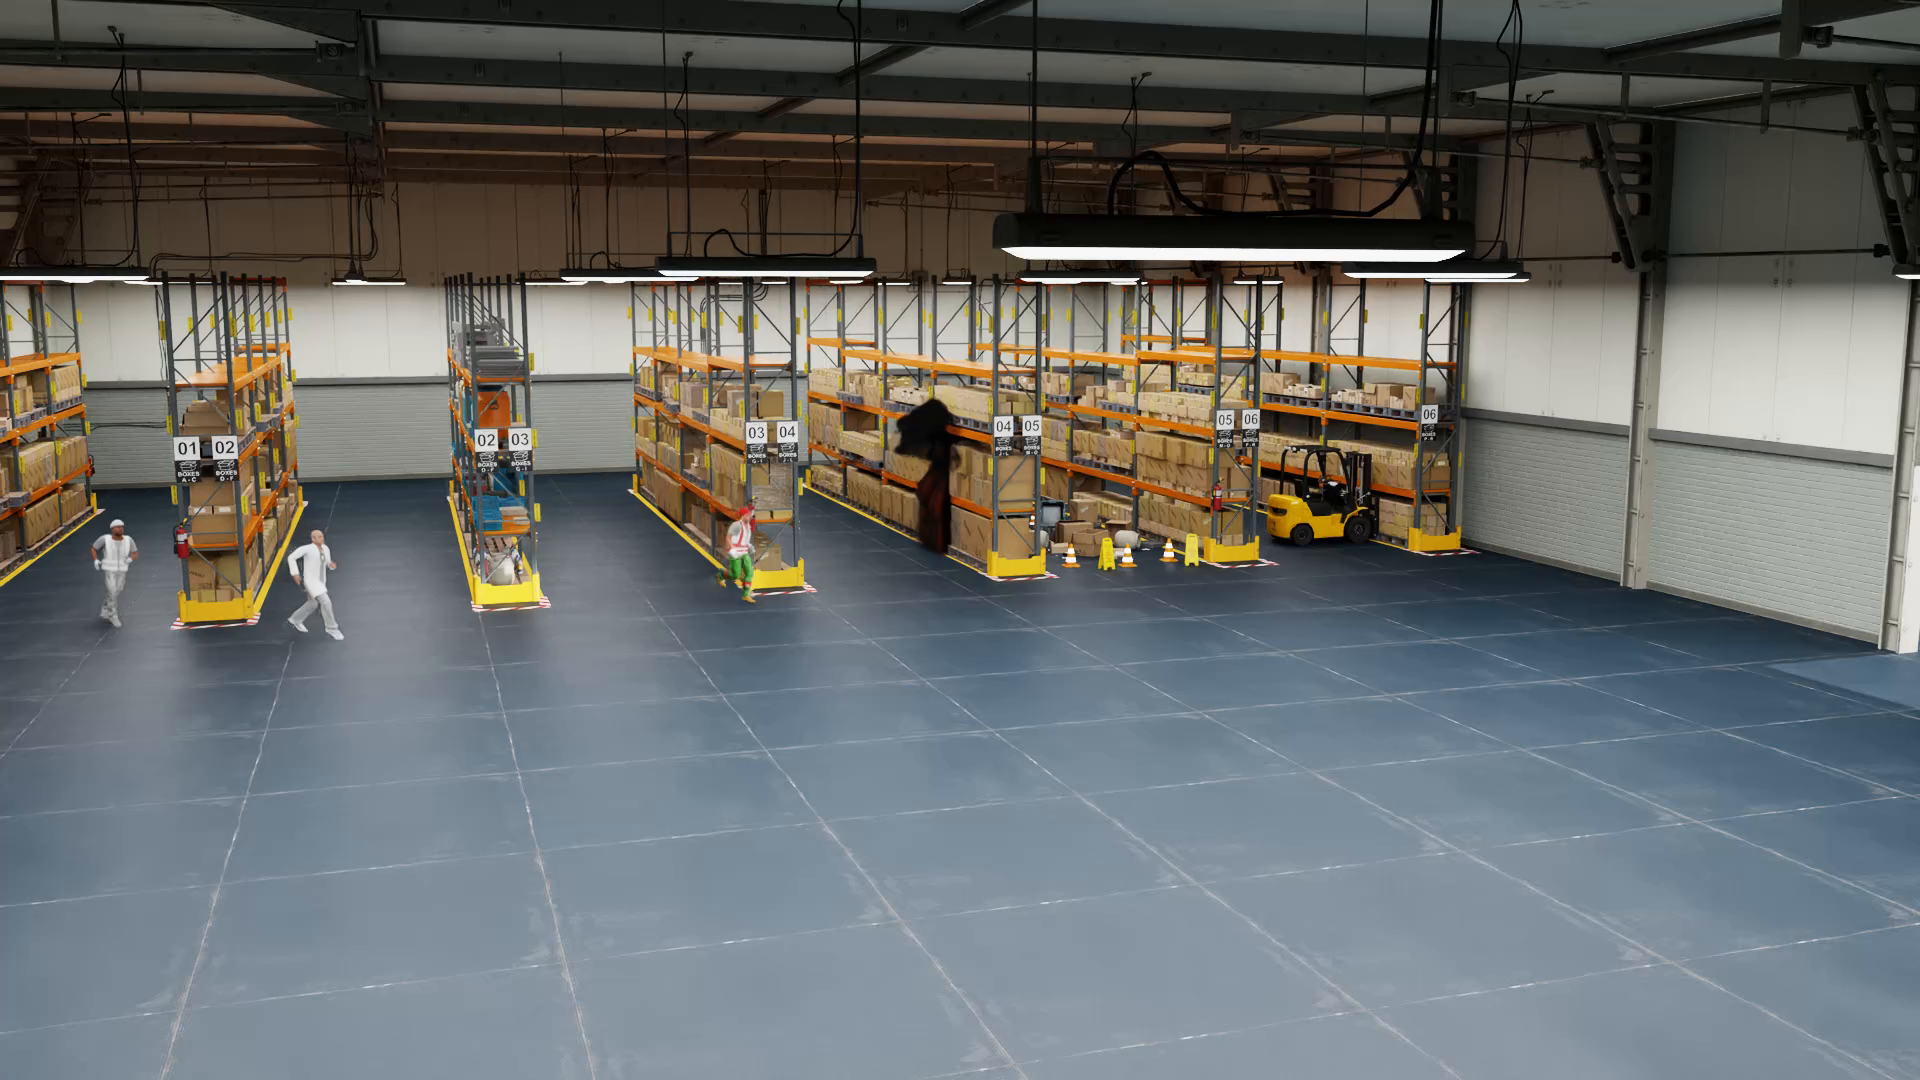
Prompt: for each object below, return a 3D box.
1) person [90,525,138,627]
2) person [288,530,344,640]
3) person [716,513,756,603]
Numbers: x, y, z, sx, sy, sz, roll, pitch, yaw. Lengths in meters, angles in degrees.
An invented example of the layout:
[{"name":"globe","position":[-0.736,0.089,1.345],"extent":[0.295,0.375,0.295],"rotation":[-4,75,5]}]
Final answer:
[{"name":"person","position":[-14.529,0.559,28.654],"extent":[0.851,1.755,0.701],"rotation":[7,11,40]},{"name":"person","position":[-10.652,0.733,27.393],"extent":[1.056,1.818,0.736],"rotation":[3,9,17]},{"name":"person","position":[-4.120,0.287,30.714],"extent":[0.914,1.716,0.666],"rotation":[6,10,32]}]
